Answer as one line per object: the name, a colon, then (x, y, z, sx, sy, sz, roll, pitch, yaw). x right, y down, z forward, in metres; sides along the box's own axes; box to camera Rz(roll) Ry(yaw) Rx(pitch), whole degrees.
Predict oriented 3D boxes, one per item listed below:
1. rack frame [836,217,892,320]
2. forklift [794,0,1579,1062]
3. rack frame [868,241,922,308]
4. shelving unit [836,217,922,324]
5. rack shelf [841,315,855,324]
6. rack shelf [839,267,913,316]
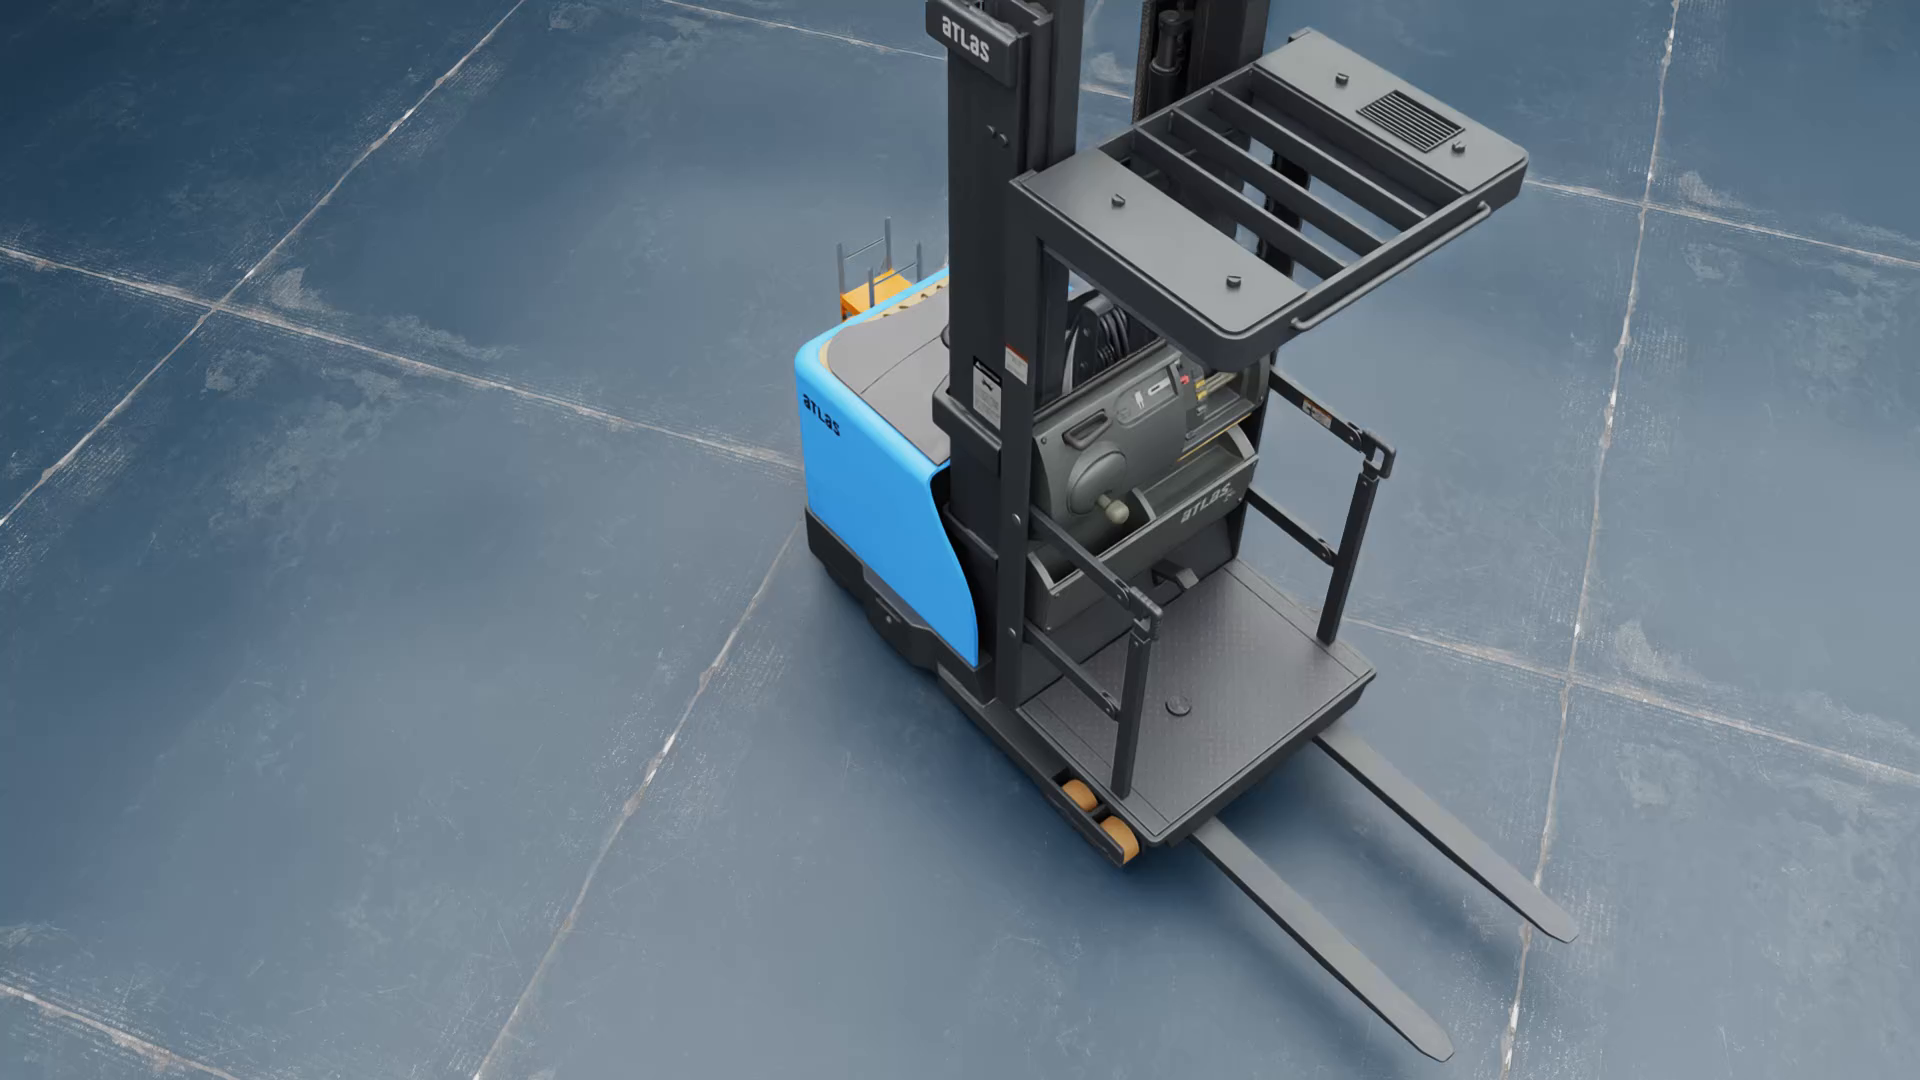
rack frame: (-0.348, -0.723, 6.450, 0.240, 1.200, 0.006, -32, 56, -25)
forklift: (0.733, -0.293, 4.931, 1.130, 2.935, 3.031, -32, 56, -25)
rack frame: (-0.231, -0.617, 6.357, 0.240, 1.200, 0.006, -32, 56, -25)
shelving unit: (-0.290, -0.670, 6.404, 0.258, 1.200, 0.189, -32, 56, -25)
rack shelf: (-0.290, -0.798, 6.256, 0.258, 0.103, 0.180, -32, 56, -25)
rack shelf: (-0.290, -0.877, 6.165, 0.258, 0.103, 0.180, -32, 56, -25)
